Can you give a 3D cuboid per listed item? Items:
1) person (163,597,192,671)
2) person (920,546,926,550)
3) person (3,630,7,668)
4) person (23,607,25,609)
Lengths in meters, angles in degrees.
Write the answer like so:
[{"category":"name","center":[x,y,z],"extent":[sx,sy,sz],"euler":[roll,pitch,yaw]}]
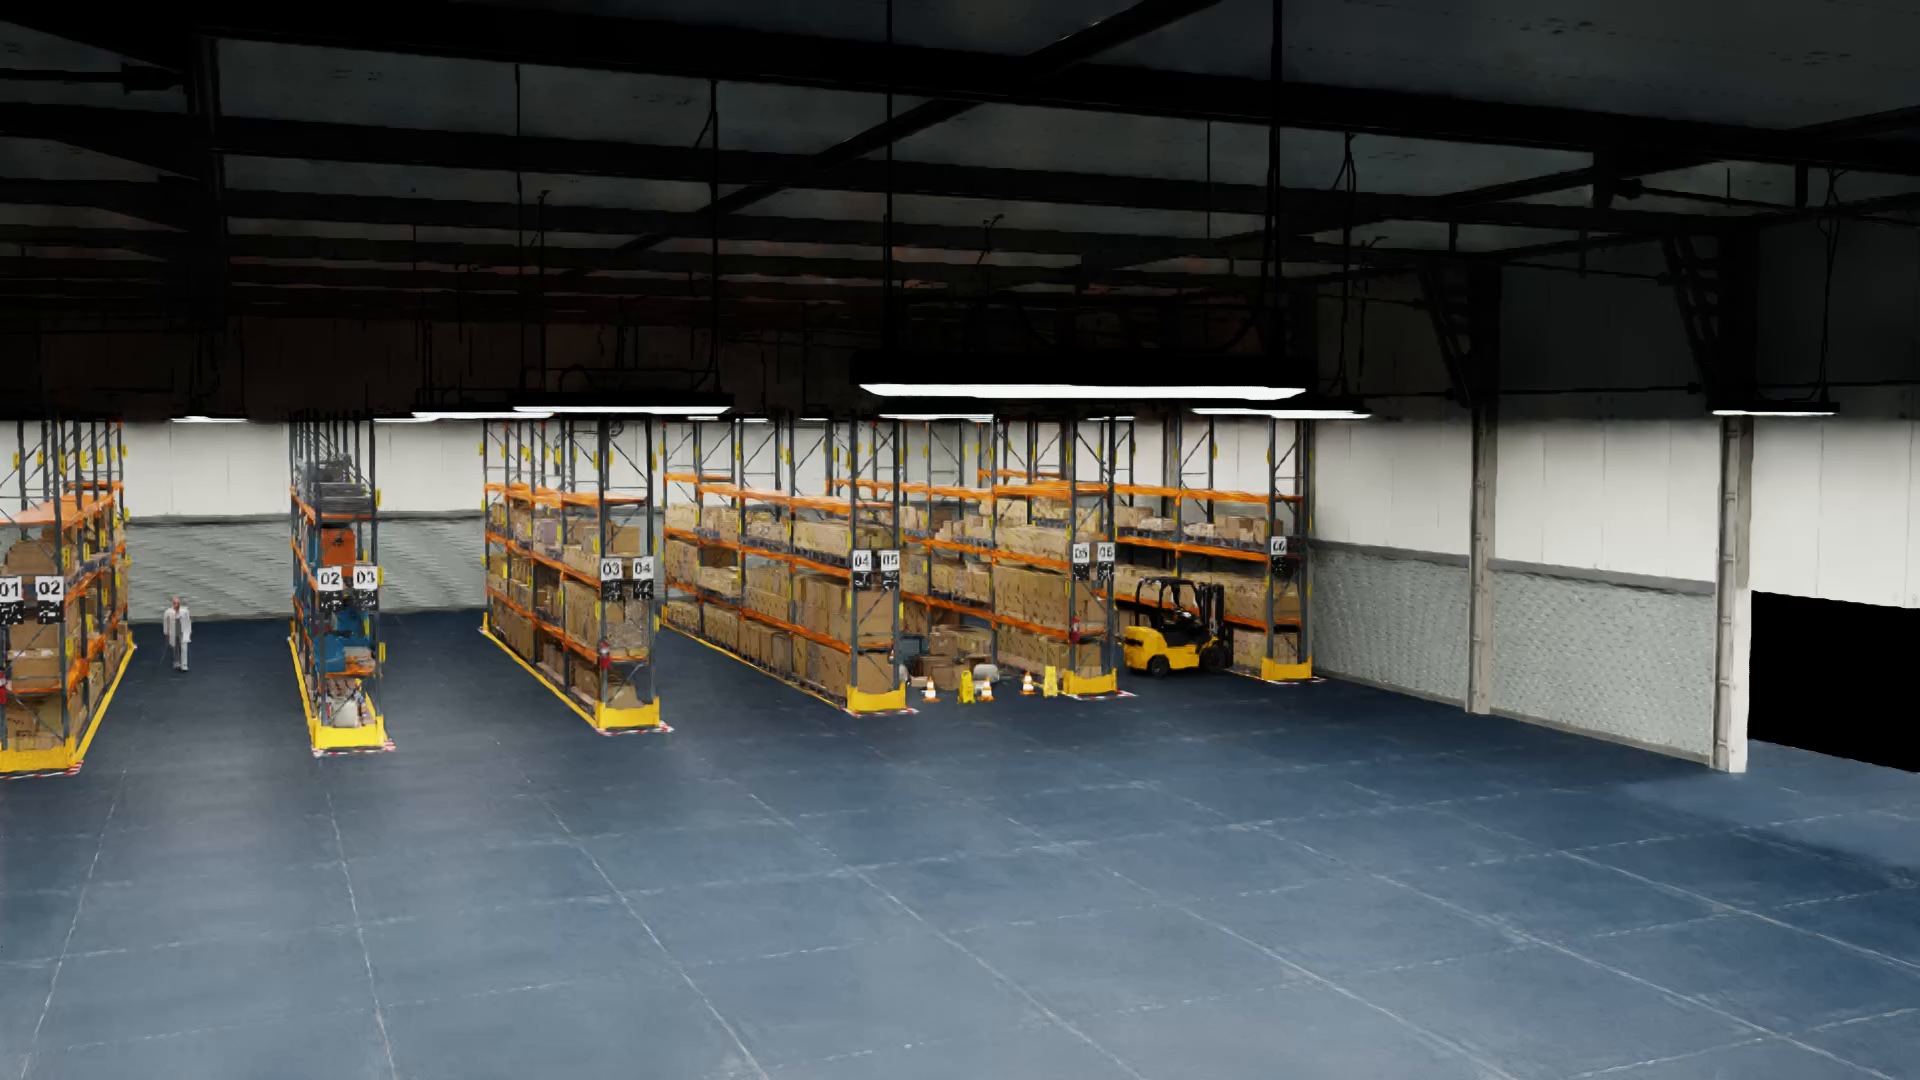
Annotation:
[{"category":"person","center":[-18.141,2.155,38.563],"extent":[0.598,1.698,1.194],"euler":[-2,4,-21]},{"category":"person","center":[-1.203,1.030,54.734],"extent":[0.570,1.708,1.041],"euler":[-1,4,-15]},{"category":"person","center":[-20.152,2.493,34.756],"extent":[0.554,1.557,0.563],"euler":[1,4,8]},{"category":"person","center":[-22.449,2.094,39.826],"extent":[0.533,1.671,0.449],"euler":[3,5,36]}]
